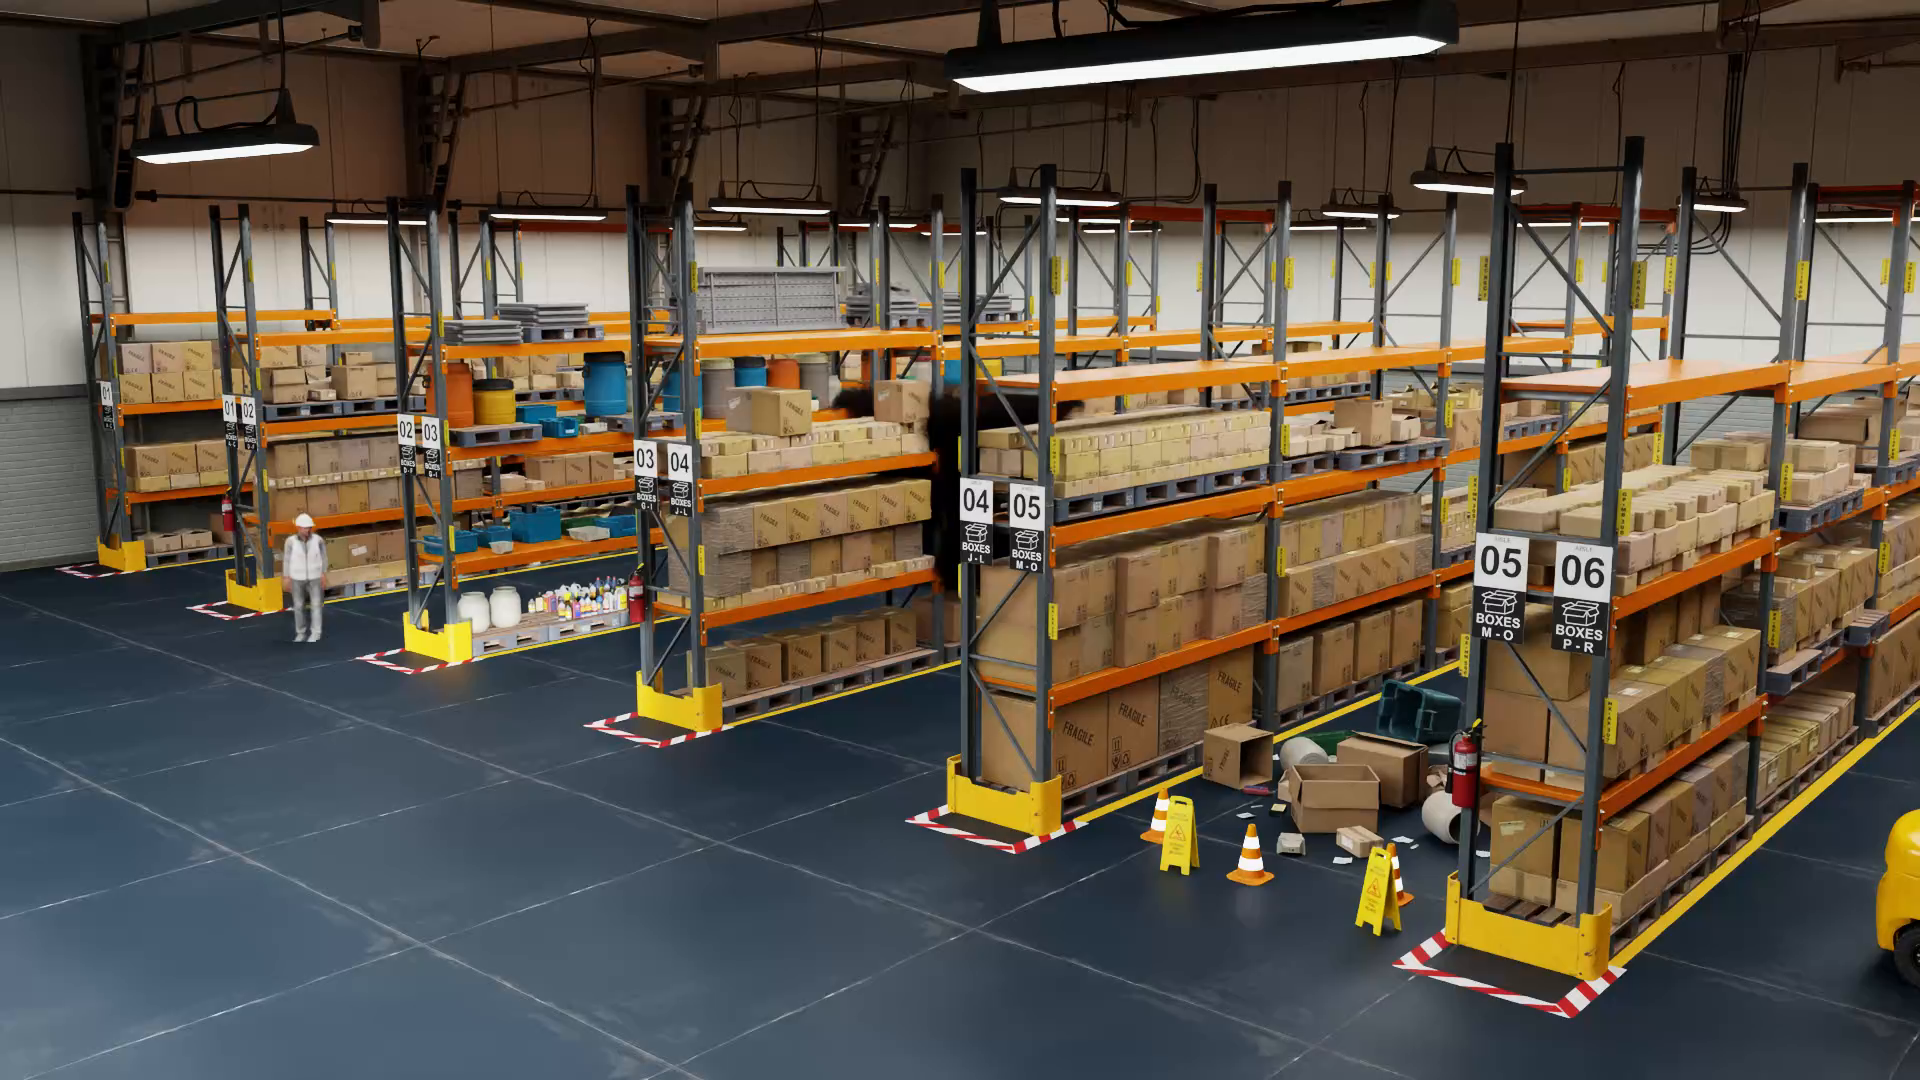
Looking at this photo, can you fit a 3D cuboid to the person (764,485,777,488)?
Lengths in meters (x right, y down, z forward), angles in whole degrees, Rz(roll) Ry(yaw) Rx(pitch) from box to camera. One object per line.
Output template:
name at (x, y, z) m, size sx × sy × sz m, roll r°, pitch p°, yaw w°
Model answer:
person at (-2.821, -0.029, 24.388) m, size 0.599 × 1.807 × 0.609 m, roll -1°, pitch 10°, yaw -6°

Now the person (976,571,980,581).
person at (0.513, -0.175, 27.257) m, size 0.674 × 1.677 × 1.086 m, roll 7°, pitch 12°, yaw 36°

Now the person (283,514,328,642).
person at (-8.974, 0.521, 22.826) m, size 0.584 × 1.781 × 0.463 m, roll -4°, pitch 10°, yaw -24°
